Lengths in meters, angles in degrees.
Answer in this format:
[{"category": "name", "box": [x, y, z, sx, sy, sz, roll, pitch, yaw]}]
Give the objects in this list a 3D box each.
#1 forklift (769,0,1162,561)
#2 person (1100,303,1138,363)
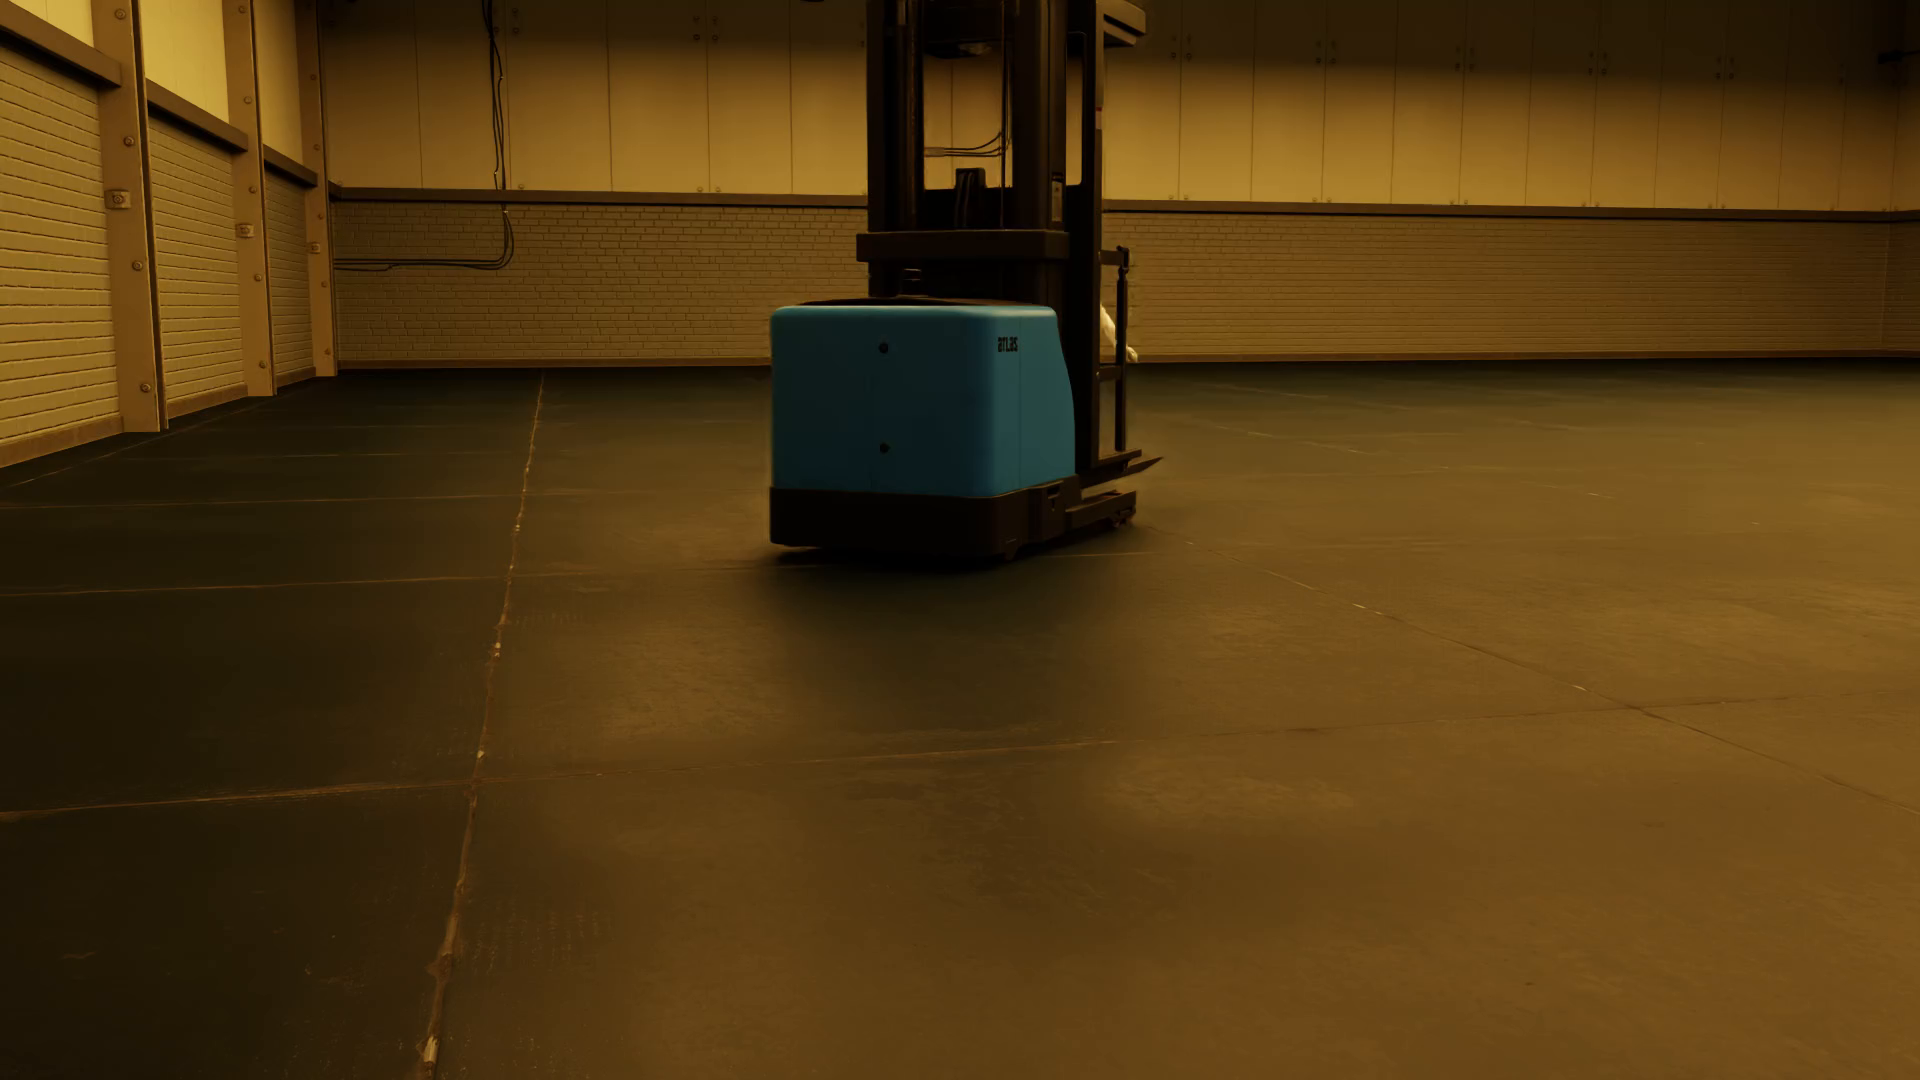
[{"category": "forklift", "box": [0.236, -1.530, 8.063, 1.130, 2.935, 3.031, 3, 9, 23]}, {"category": "person", "box": [0.682, -1.296, 11.766, 1.105, 1.566, 0.472, -2, 8, -12]}]
